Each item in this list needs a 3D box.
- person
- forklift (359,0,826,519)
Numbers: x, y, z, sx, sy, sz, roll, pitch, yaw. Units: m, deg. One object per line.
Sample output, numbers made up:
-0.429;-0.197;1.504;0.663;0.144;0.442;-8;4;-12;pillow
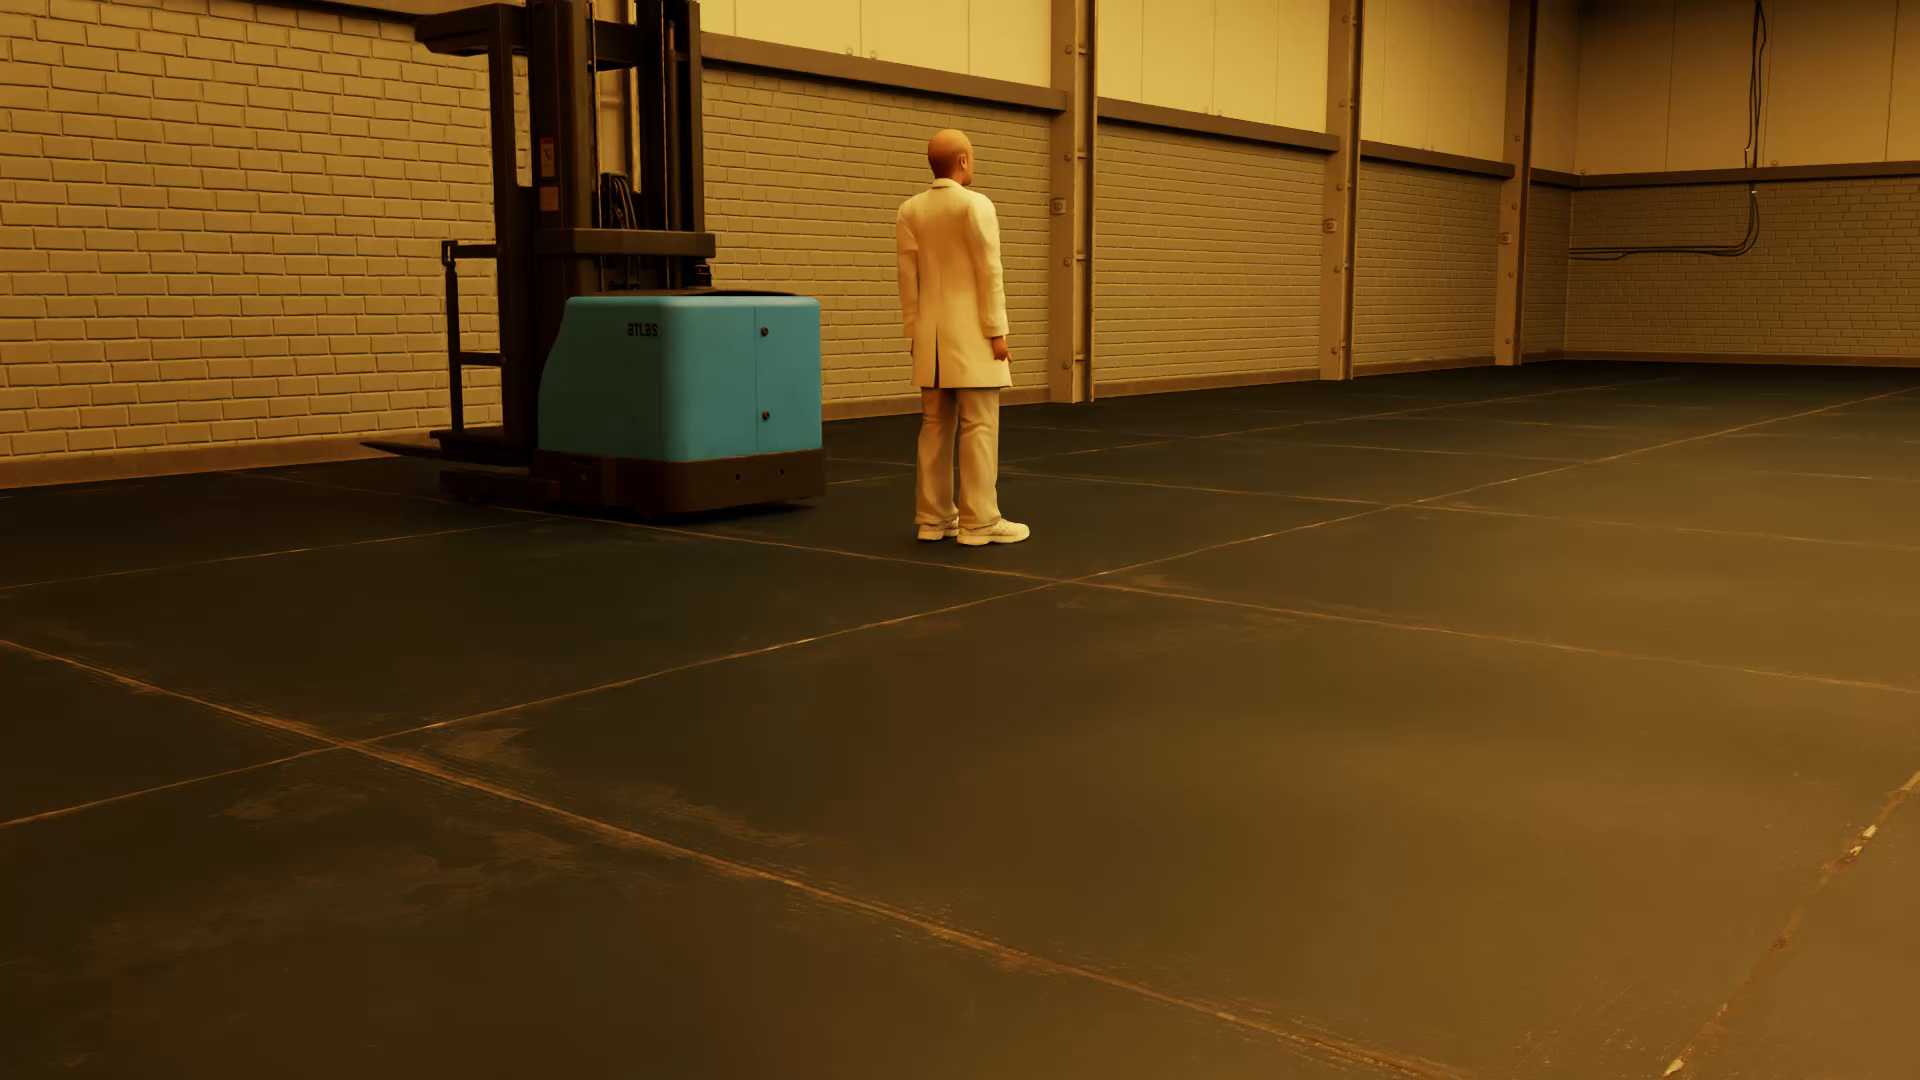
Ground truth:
0.010;-0.883;7.292;0.553;1.782;0.391;7;11;38;person
-2.147;-1.697;8.879;3.031;2.935;1.130;7;11;39;forklift
